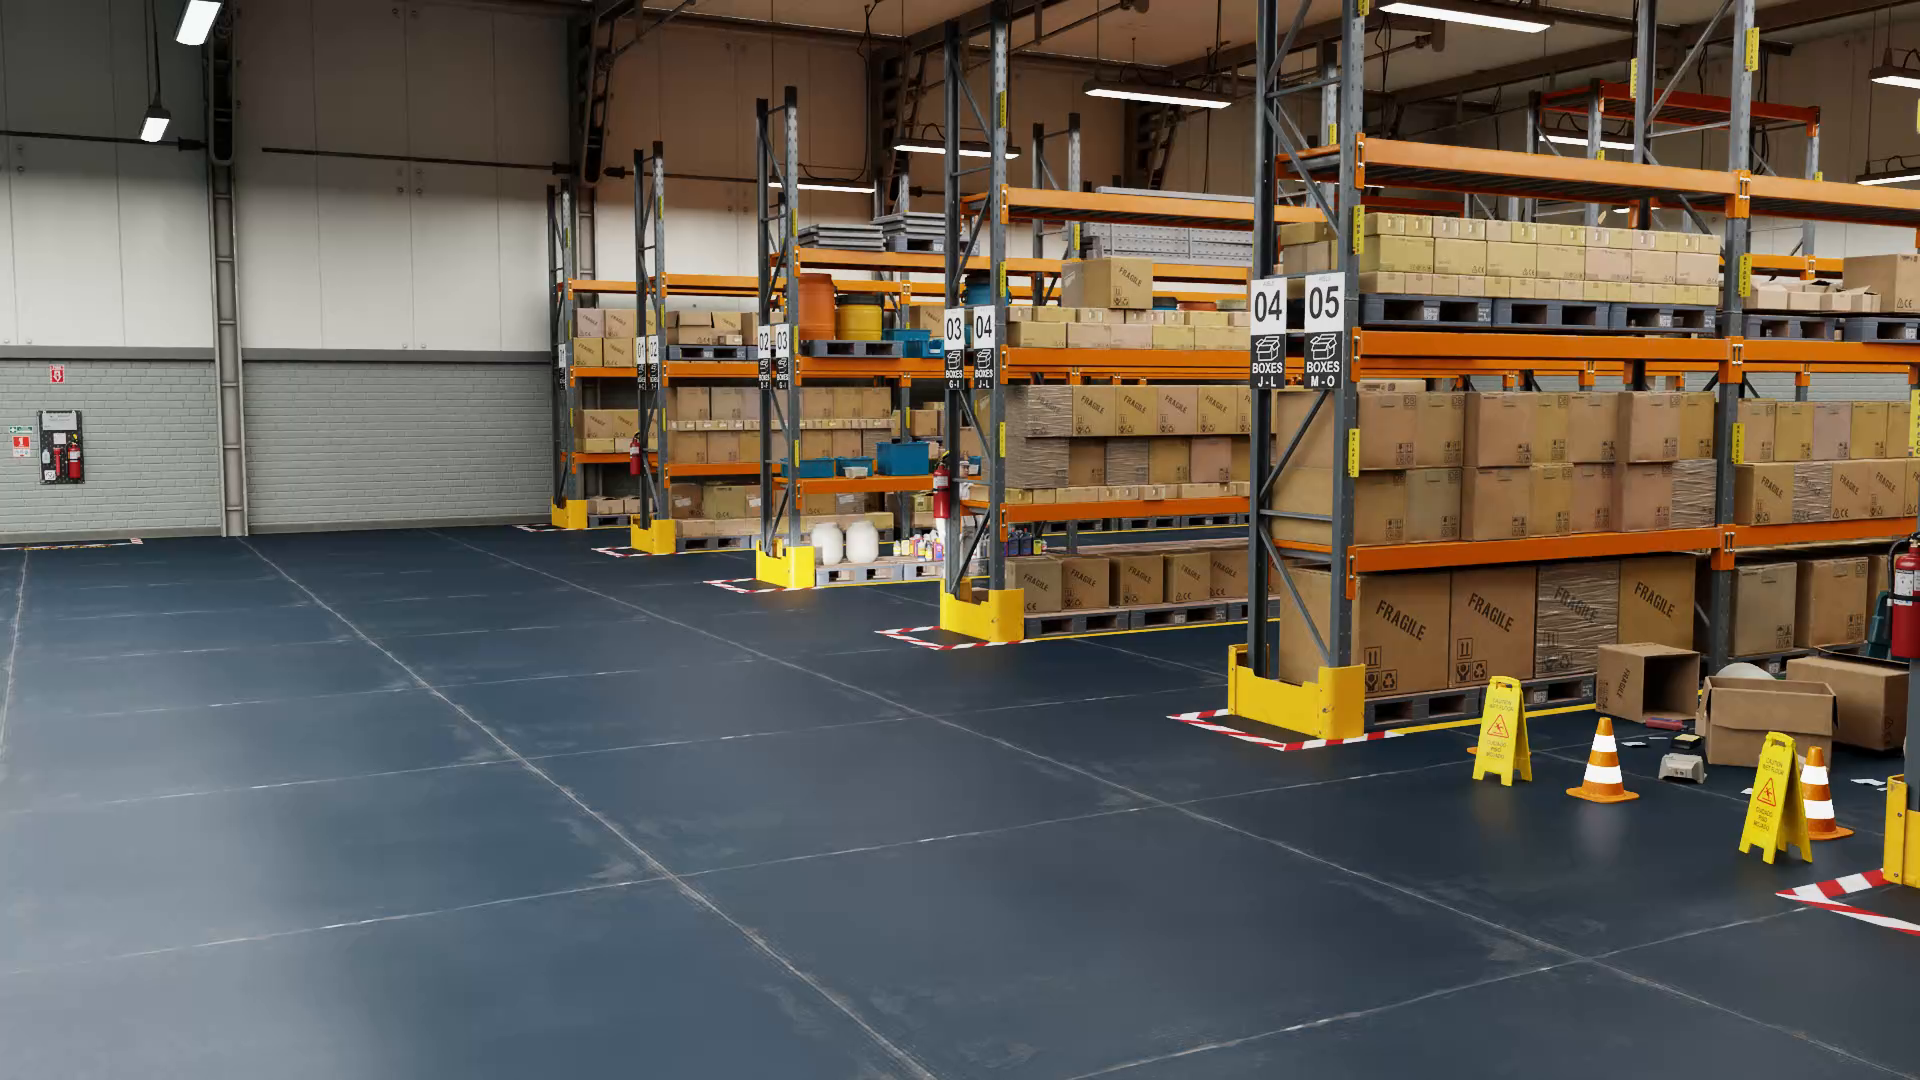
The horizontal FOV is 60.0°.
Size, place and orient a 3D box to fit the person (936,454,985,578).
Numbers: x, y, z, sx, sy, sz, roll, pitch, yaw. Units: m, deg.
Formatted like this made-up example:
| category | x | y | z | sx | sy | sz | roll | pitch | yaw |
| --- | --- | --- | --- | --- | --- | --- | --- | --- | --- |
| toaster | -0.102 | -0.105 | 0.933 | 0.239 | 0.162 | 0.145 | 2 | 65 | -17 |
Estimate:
| category | x | y | z | sx | sy | sz | roll | pitch | yaw |
| --- | --- | --- | --- | --- | --- | --- | --- | --- | --- |
| person | 0.027 | -0.084 | 18.155 | 0.587 | 1.694 | 0.529 | -3 | 6 | -29 |
